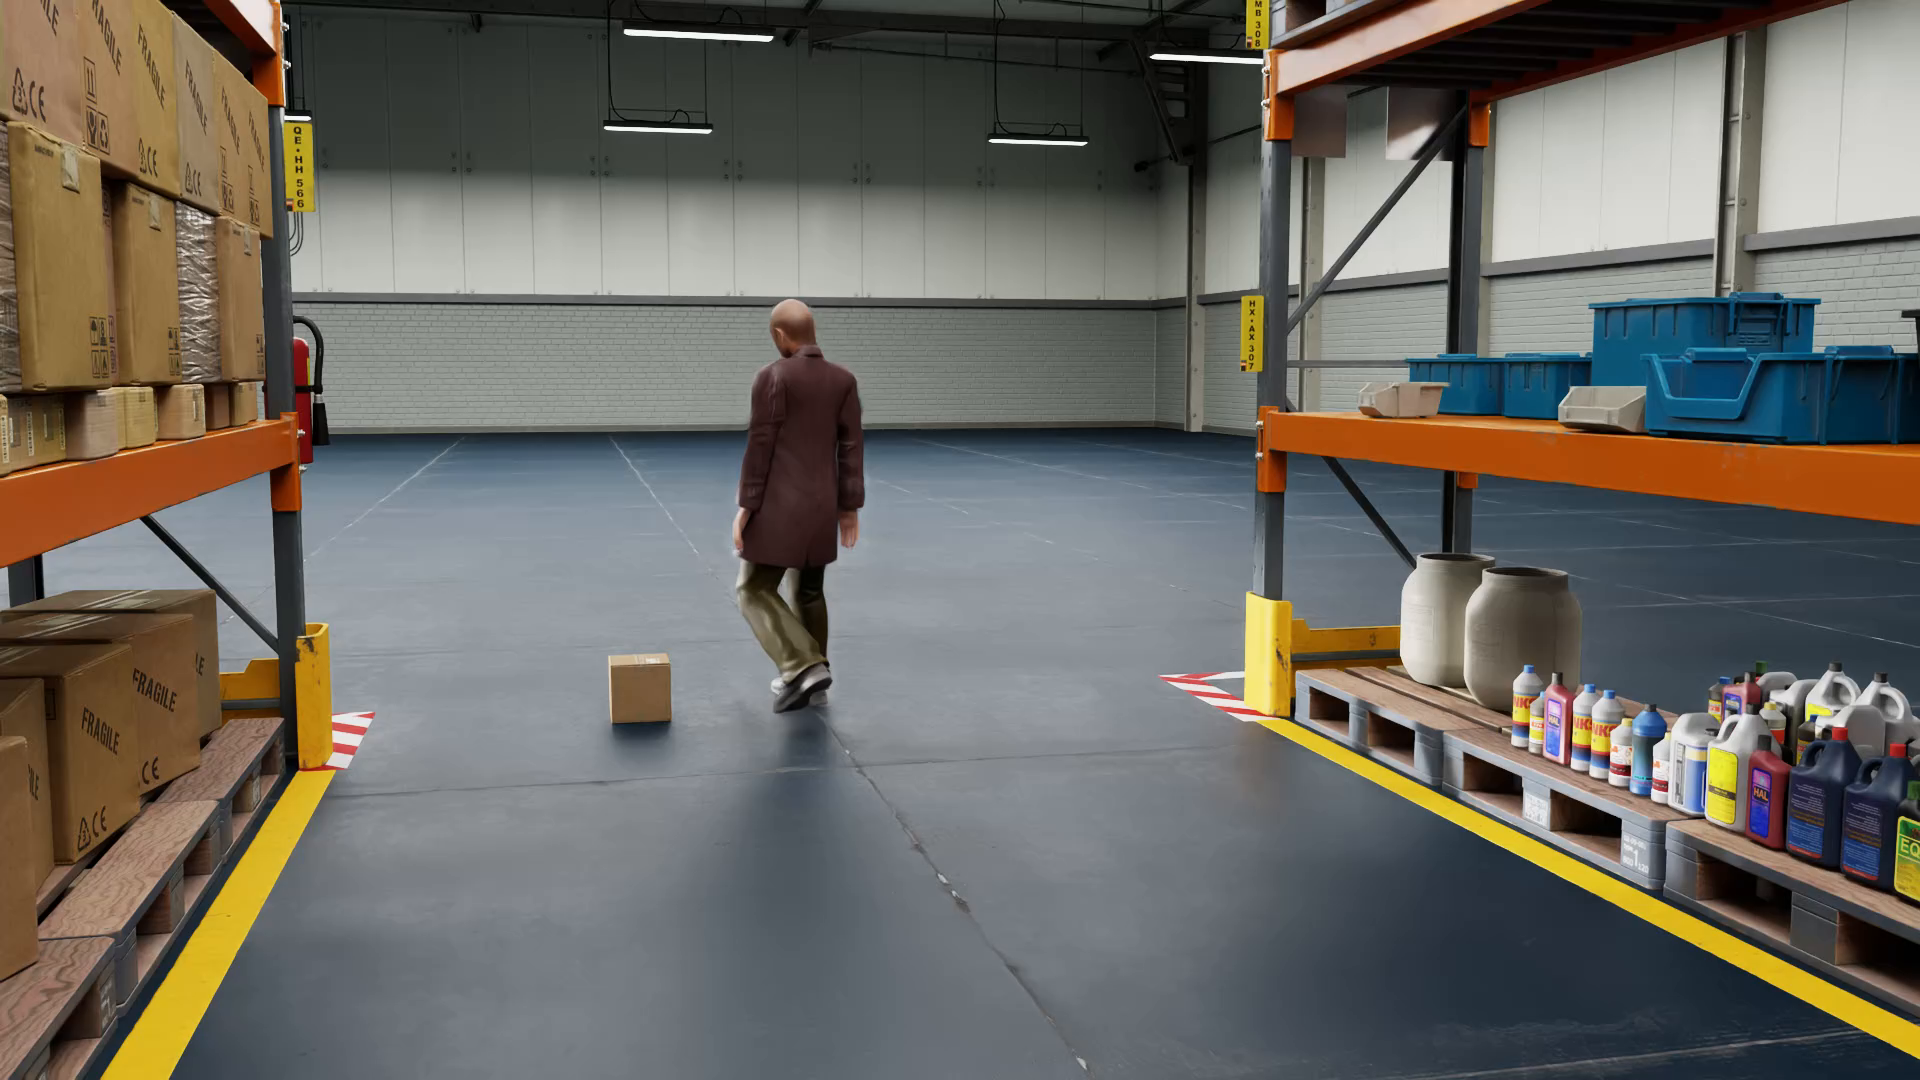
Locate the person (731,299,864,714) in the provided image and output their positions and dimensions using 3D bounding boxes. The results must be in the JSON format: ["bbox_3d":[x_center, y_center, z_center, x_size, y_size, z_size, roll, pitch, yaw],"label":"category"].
[{"bbox_3d":[-0.699,-0.134,7.069,0.761,1.762,0.640,5,8,40],"label":"person"}]
